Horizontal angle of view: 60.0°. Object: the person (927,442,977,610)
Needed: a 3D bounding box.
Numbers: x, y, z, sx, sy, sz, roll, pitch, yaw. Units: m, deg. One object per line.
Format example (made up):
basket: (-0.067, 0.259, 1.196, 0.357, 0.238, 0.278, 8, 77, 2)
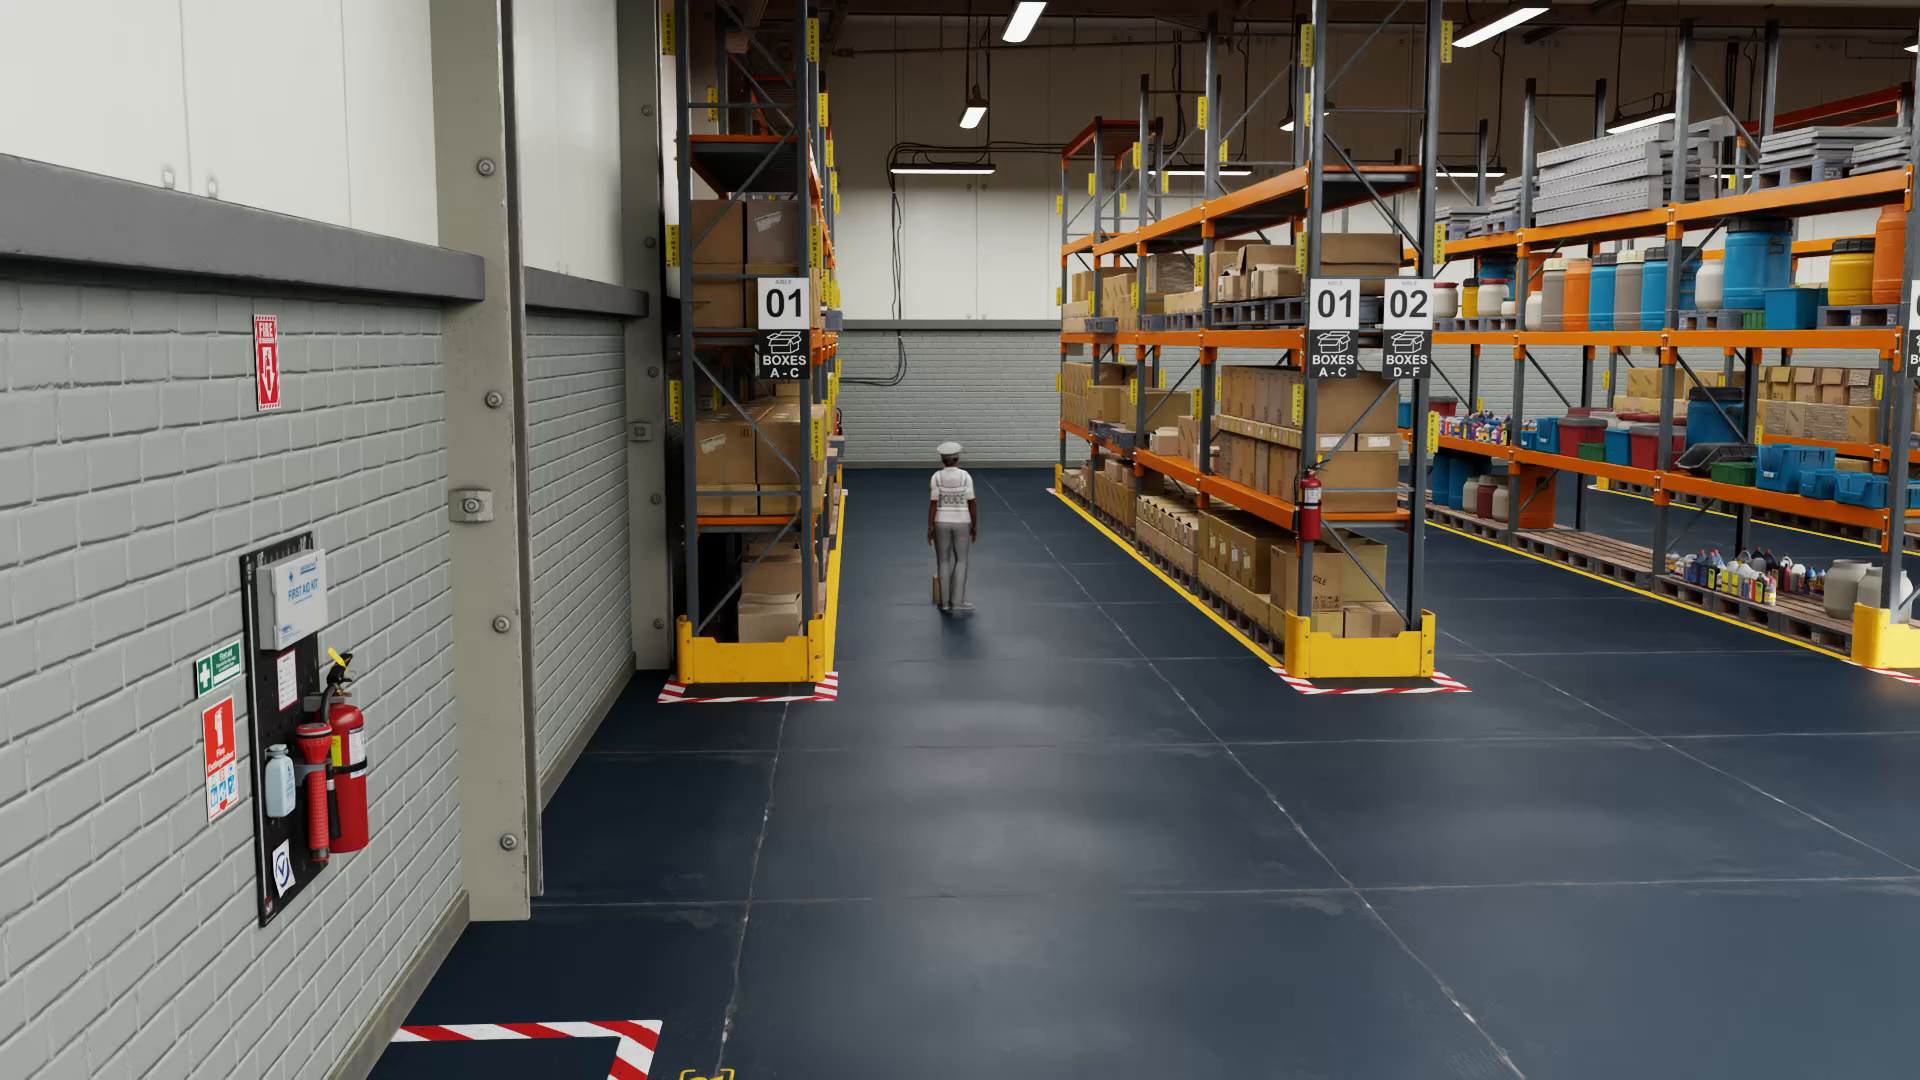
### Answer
person: (-0.080, -0.136, 16.632, 0.496, 1.680, 0.390, 0, 7, 0)
